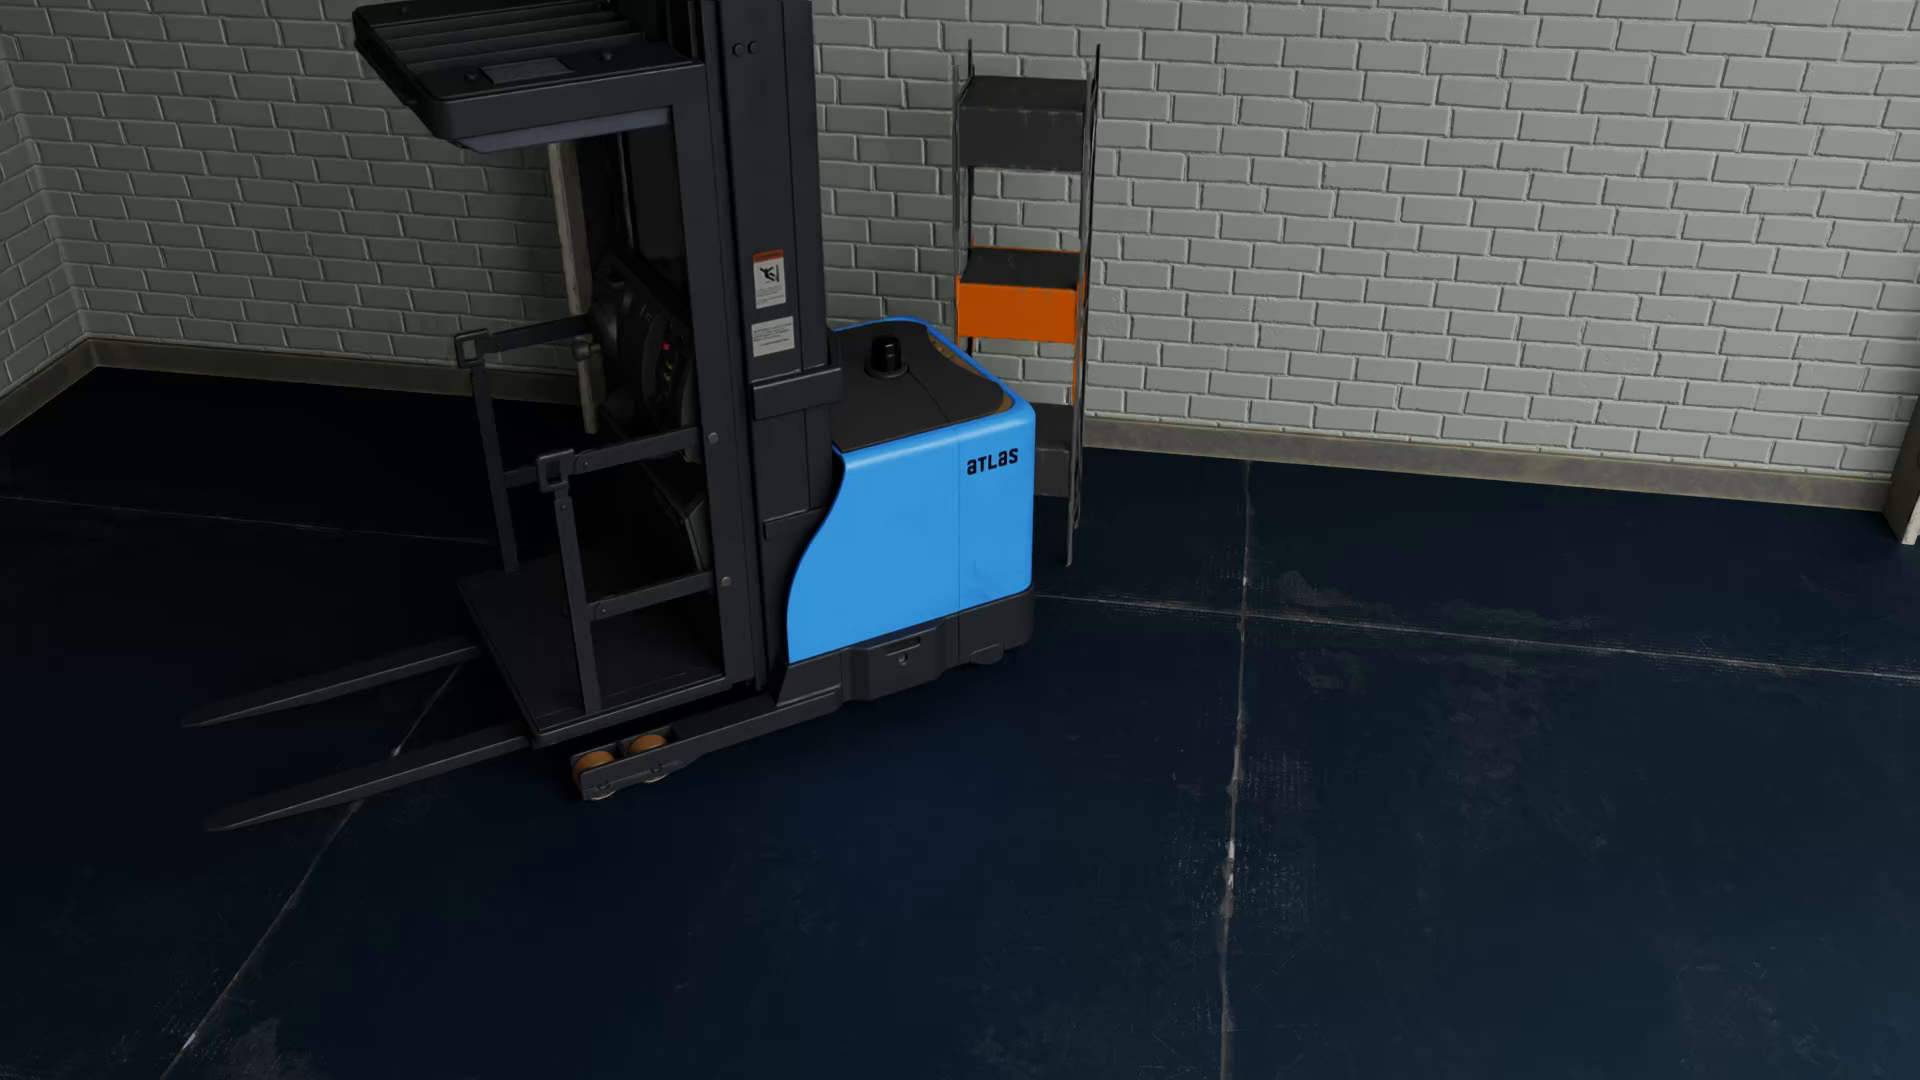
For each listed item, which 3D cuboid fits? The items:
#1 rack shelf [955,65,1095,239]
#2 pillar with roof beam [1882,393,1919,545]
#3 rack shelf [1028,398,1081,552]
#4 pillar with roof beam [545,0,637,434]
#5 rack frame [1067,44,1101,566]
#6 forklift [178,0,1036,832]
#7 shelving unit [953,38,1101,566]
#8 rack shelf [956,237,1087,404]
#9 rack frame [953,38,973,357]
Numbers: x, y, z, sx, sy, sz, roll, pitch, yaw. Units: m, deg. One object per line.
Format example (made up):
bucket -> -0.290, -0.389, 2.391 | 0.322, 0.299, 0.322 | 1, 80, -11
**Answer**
rack shelf -> 0.253, -1.485, 6.350 | 0.480, 0.518, 0.431 | 5, 32, 8
pillar with roof beam -> 3.585, -1.611, 1.342 | 0.400, 9.000, 9.100 | 5, 32, 8
rack shelf -> 0.253, -0.298, 7.093 | 0.480, 0.518, 0.431 | 5, 32, 8
pillar with roof beam -> -2.329, -2.146, 2.197 | 0.400, 9.000, 9.100 | 5, 32, 8
rack frame -> 0.494, -0.883, 6.682 | 0.015, 2.100, 0.400 | 5, 32, 8
forklift -> -1.253, -0.658, 5.539 | 3.031, 2.935, 1.130 | -16, 35, -24
shelving unit -> 0.253, -0.903, 6.714 | 0.503, 2.100, 0.431 | 5, 32, 8
rack shelf -> 0.253, -0.892, 6.721 | 0.480, 0.518, 0.431 | 5, 32, 8
rack frame -> 0.012, -0.923, 6.746 | 0.015, 2.100, 0.400 | 5, 32, 8
